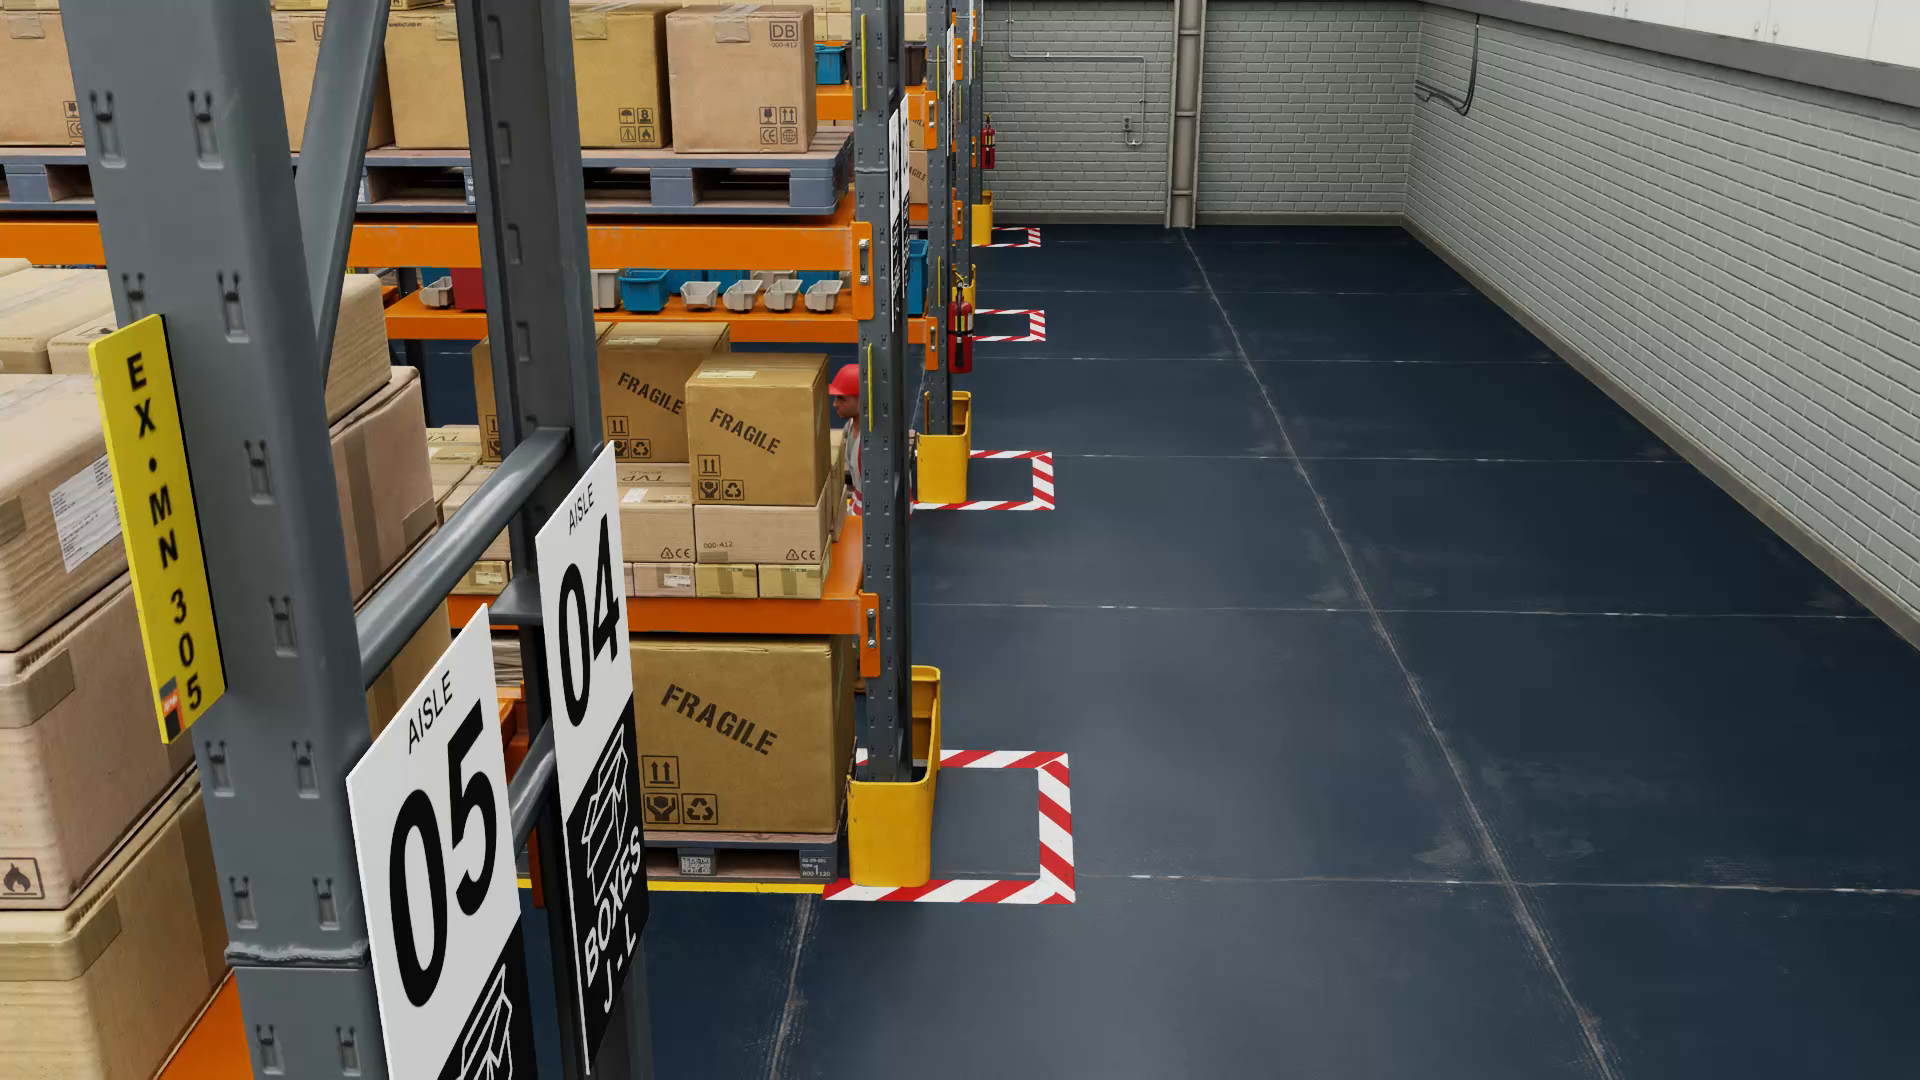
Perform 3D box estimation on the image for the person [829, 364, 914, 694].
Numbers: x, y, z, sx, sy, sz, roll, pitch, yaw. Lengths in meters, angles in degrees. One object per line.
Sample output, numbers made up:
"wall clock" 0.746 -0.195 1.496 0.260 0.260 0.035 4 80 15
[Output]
"person" -0.486 -0.071 8.748 0.452 1.778 0.613 -6 21 -16
